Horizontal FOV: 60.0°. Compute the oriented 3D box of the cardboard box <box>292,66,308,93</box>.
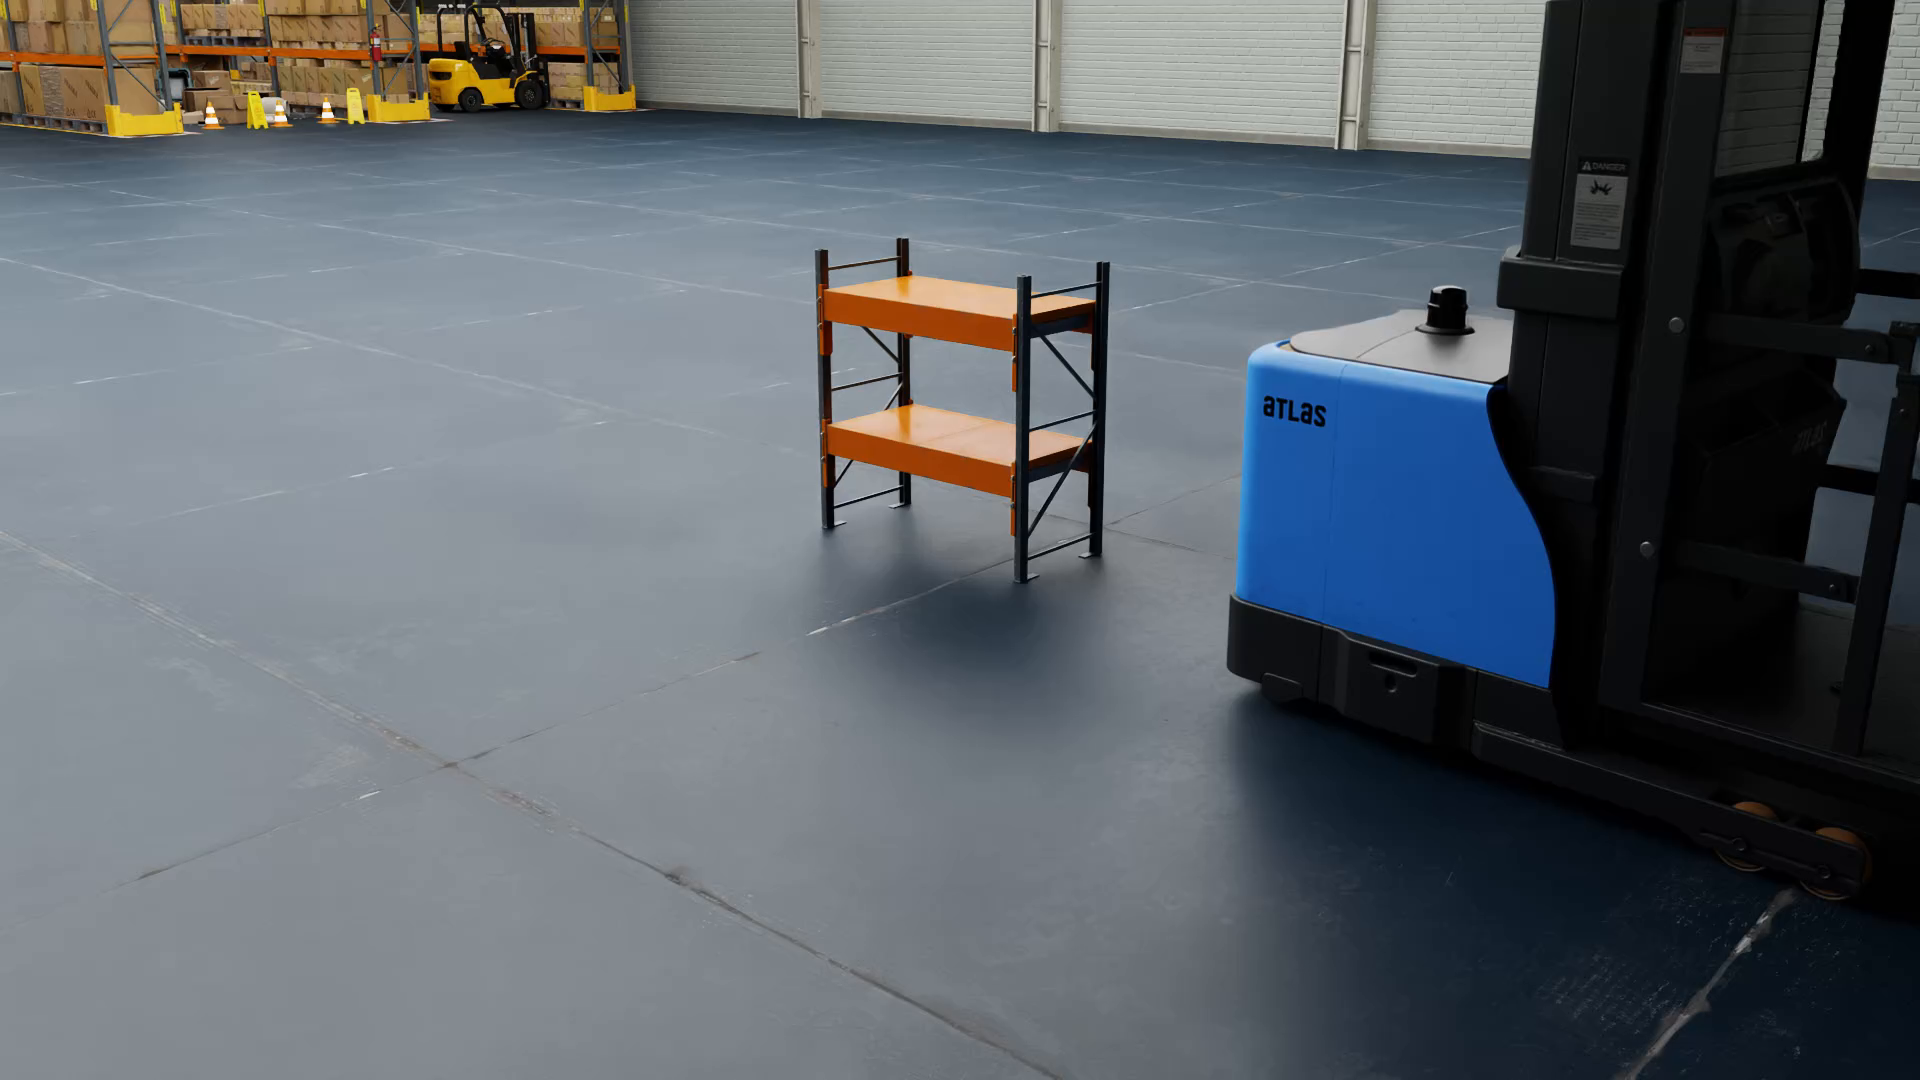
[{"bbox_3d":[-13.157,-9.345,33.710,0.500,0.500,0.500,16,24,41],"label":"cardboard box"}]

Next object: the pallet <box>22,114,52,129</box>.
[{"bbox_3d":[-16.520,-7.743,30.660,1.213,0.211,1.003,15,23,39],"label":"pallet"}]

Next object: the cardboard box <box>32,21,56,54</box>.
[{"bbox_3d":[-16.001,-9.002,29.770,0.550,0.550,0.875,15,23,39],"label":"cardboard box"}]

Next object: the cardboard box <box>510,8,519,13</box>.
[{"bbox_3d":[-9.705,-11.671,36.700,0.250,0.149,0.380,15,23,38],"label":"cardboard box"}]

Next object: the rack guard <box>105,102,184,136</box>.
[{"bbox_3d":[-14.027,-7.243,28.607,0.348,0.500,1.175,15,23,39],"label":"rack guard"}]

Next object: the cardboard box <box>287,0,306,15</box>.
[{"bbox_3d":[-12.917,-10.697,33.047,0.500,0.500,0.700,14,23,38],"label":"cardboard box"}]

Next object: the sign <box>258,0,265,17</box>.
[{"bbox_3d":[-14.193,-10.808,33.794,0.005,0.325,0.100,15,23,39],"label":"sign"}]

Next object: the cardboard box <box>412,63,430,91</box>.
[{"bbox_3d":[-12.575,-11.120,39.923,0.625,0.625,0.875,16,24,41],"label":"cardboard box"}]

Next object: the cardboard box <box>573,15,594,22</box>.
[{"bbox_3d":[-7.988,-11.066,35.284,0.250,0.149,0.380,15,23,40],"label":"cardboard box"}]

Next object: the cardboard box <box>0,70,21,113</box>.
[{"bbox_3d":[-17.561,-8.474,31.380,0.750,0.750,1.050,15,23,39],"label":"cardboard box"}]

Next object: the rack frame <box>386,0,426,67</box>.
[{"bbox_3d":[-13.527,-12.309,40.439,0.127,3.000,1.000,15,23,39],"label":"rack frame"}]

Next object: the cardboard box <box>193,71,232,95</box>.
[{"bbox_3d":[-14.986,-9.143,33.343,0.500,0.500,0.500,15,23,39],"label":"cardboard box"}]

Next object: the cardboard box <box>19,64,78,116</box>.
[{"bbox_3d":[-16.613,-8.287,30.585,0.875,0.875,0.875,15,23,40],"label":"cardboard box"}]

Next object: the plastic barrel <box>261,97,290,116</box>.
[{"bbox_3d":[-13.385,-8.423,32.454,0.512,0.421,0.421,-3,18,-8],"label":"plastic barrel"}]

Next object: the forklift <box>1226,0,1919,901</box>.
[{"bbox_3d":[2.222,-0.723,4.044,3.031,2.935,1.130,17,24,42],"label":"forklift"}]

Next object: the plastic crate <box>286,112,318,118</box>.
[{"bbox_3d":[-13.197,-8.490,33.231,0.583,0.080,0.402,7,19,21],"label":"plastic crate"}]

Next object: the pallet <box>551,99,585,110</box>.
[{"bbox_3d":[-8.143,-9.518,36.254,1.213,0.211,1.003,15,23,39],"label":"pallet"}]

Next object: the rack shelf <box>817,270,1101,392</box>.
[{"bbox_3d":[-0.005,-0.816,6.357,1.000,0.278,0.538,15,23,39],"label":"rack shelf"}]

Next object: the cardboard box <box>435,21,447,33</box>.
[{"bbox_3d":[-11.840,-11.919,38.632,0.500,0.250,0.500,16,23,40],"label":"cardboard box"}]

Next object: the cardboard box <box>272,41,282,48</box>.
[{"bbox_3d":[-13.804,-10.127,33.978,0.250,0.149,0.380,15,23,39],"label":"cardboard box"}]

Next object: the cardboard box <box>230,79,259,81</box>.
[{"bbox_3d":[-15.845,-9.871,36.406,0.625,0.372,0.950,14,23,38],"label":"cardboard box"}]

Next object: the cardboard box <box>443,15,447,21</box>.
[{"bbox_3d":[-11.730,-12.080,38.478,0.250,0.149,0.380,14,23,38],"label":"cardboard box"}]

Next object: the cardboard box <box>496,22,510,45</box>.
[{"bbox_3d":[-9.976,-11.305,37.109,0.500,0.500,0.500,16,23,40],"label":"cardboard box"}]

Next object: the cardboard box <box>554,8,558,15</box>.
[{"bbox_3d":[-8.507,-11.382,35.787,0.250,0.149,0.380,15,23,40],"label":"cardboard box"}]

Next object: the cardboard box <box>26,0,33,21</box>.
[{"bbox_3d":[-16.295,-9.662,30.066,0.550,0.550,0.875,15,23,39],"label":"cardboard box"}]

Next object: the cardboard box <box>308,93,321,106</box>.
[{"bbox_3d":[-12.759,-8.882,33.491,0.500,0.250,0.500,15,23,39],"label":"cardboard box"}]

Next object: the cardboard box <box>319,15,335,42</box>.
[{"bbox_3d":[-12.167,-10.018,32.563,0.500,0.500,0.500,15,23,39],"label":"cardboard box"}]

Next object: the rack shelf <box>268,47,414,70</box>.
[{"bbox_3d":[-12.331,-9.638,33.211,4.000,0.370,1.077,15,23,39],"label":"rack shelf"}]

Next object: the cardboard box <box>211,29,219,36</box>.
[{"bbox_3d":[-15.912,-10.938,35.840,0.380,0.149,0.250,-17,24,-42],"label":"cardboard box"}]

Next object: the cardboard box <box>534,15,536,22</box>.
[{"bbox_3d":[-9.091,-11.389,36.301,0.250,0.149,0.380,15,23,39],"label":"cardboard box"}]

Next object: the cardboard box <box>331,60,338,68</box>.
[{"bbox_3d":[-12.112,-9.347,32.644,0.250,0.149,0.380,16,23,40],"label":"cardboard box"}]

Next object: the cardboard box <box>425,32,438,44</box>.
[{"bbox_3d":[-12.207,-11.785,39.035,0.500,0.250,0.500,16,24,41],"label":"cardboard box"}]

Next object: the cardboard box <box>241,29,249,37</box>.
[{"bbox_3d":[-14.797,-10.604,34.788,0.250,0.149,0.380,15,23,38],"label":"cardboard box"}]

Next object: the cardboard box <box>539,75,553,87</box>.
[{"bbox_3d":[-8.883,-10.060,36.376,0.500,0.250,0.500,14,23,38],"label":"cardboard box"}]

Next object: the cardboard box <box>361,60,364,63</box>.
[{"bbox_3d":[-14.811,-11.893,41.493,0.250,0.149,0.380,15,23,38],"label":"cardboard box"}]

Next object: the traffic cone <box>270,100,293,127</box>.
[{"bbox_3d":[-12.495,-7.845,30.567,0.334,0.463,0.336,15,23,39],"label":"traffic cone"}]

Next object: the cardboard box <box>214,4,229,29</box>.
[{"bbox_3d":[-15.471,-11.122,35.347,0.500,0.500,0.500,14,22,37],"label":"cardboard box"}]

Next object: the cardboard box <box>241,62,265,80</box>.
[{"bbox_3d":[-19.116,-12.782,45.360,0.637,0.503,0.797,14,22,37],"label":"cardboard box"}]

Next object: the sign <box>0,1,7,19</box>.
[{"bbox_3d":[-17.390,-9.632,30.219,0.005,0.325,0.100,15,23,39],"label":"sign"}]

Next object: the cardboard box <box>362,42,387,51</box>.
[{"bbox_3d":[-11.257,-9.486,31.959,0.250,0.149,0.380,16,24,41],"label":"cardboard box"}]

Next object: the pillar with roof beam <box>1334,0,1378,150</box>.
[{"bbox_3d":[3.140,-9.318,21.096,0.400,9.000,9.100,15,23,39],"label":"pillar with roof beam"}]

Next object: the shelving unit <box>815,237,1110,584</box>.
[{"bbox_3d":[-0.005,-0.538,6.446,1.048,1.125,0.538,15,23,39],"label":"shelving unit"}]

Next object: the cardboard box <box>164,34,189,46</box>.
[{"bbox_3d":[-17.369,-11.157,37.056,0.500,0.250,0.500,14,22,37],"label":"cardboard box"}]

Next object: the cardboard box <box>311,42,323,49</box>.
[{"bbox_3d":[-12.647,-9.824,33.022,0.250,0.149,0.380,15,23,39],"label":"cardboard box"}]

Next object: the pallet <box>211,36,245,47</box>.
[{"bbox_3d":[-15.311,-10.706,35.704,1.213,0.211,1.003,15,23,39],"label":"pallet"}]

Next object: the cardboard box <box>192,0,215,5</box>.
[{"bbox_3d":[-17.025,-11.864,37.218,0.500,0.500,0.500,14,22,37],"label":"cardboard box"}]

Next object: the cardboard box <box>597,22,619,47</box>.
[{"bbox_3d":[-7.729,-10.913,35.874,0.500,0.500,0.500,16,24,41],"label":"cardboard box"}]
